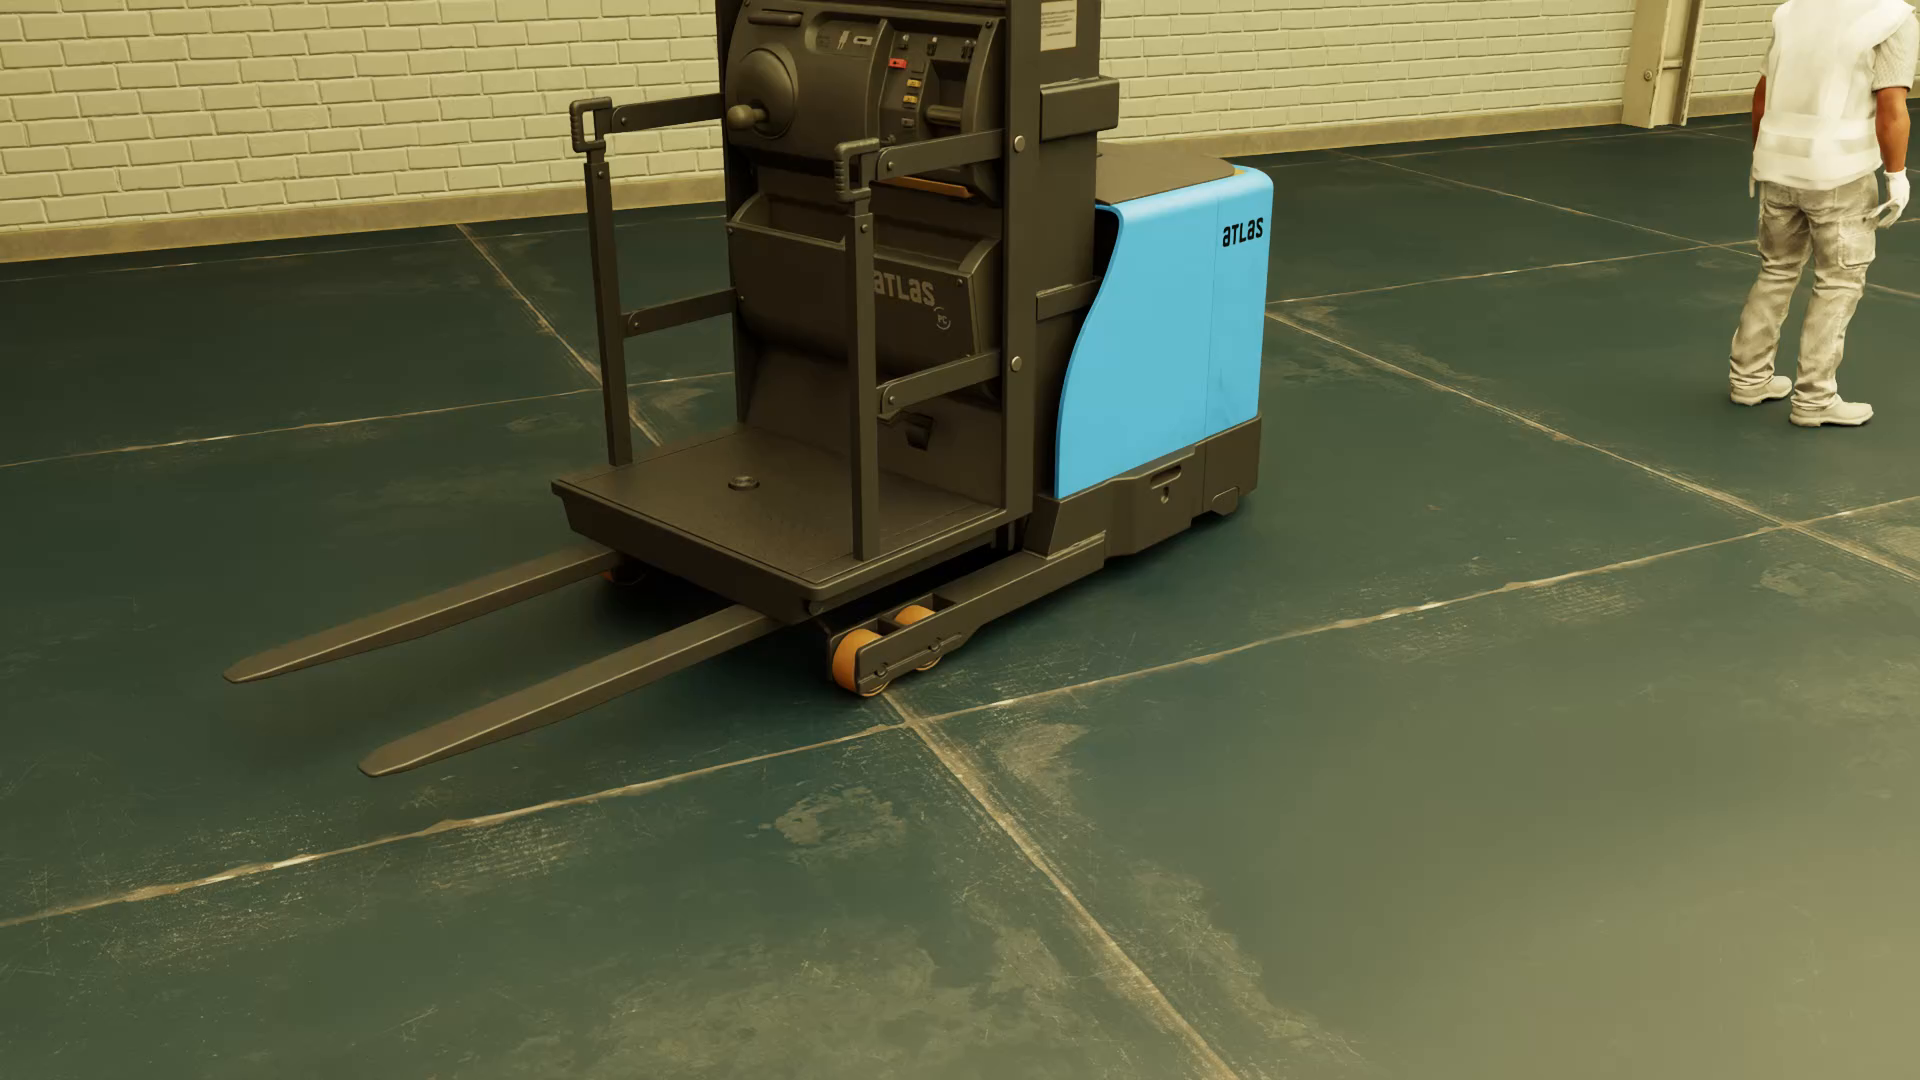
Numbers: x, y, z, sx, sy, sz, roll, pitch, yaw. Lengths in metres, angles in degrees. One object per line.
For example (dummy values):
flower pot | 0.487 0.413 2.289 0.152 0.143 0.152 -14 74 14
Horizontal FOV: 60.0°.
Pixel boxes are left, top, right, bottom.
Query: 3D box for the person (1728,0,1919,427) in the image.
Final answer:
person | 3.113 -1.323 5.985 0.450 1.773 0.623 -10 25 -23

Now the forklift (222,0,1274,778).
forklift | -0.413 -1.182 4.131 1.130 2.935 3.031 19 29 39
